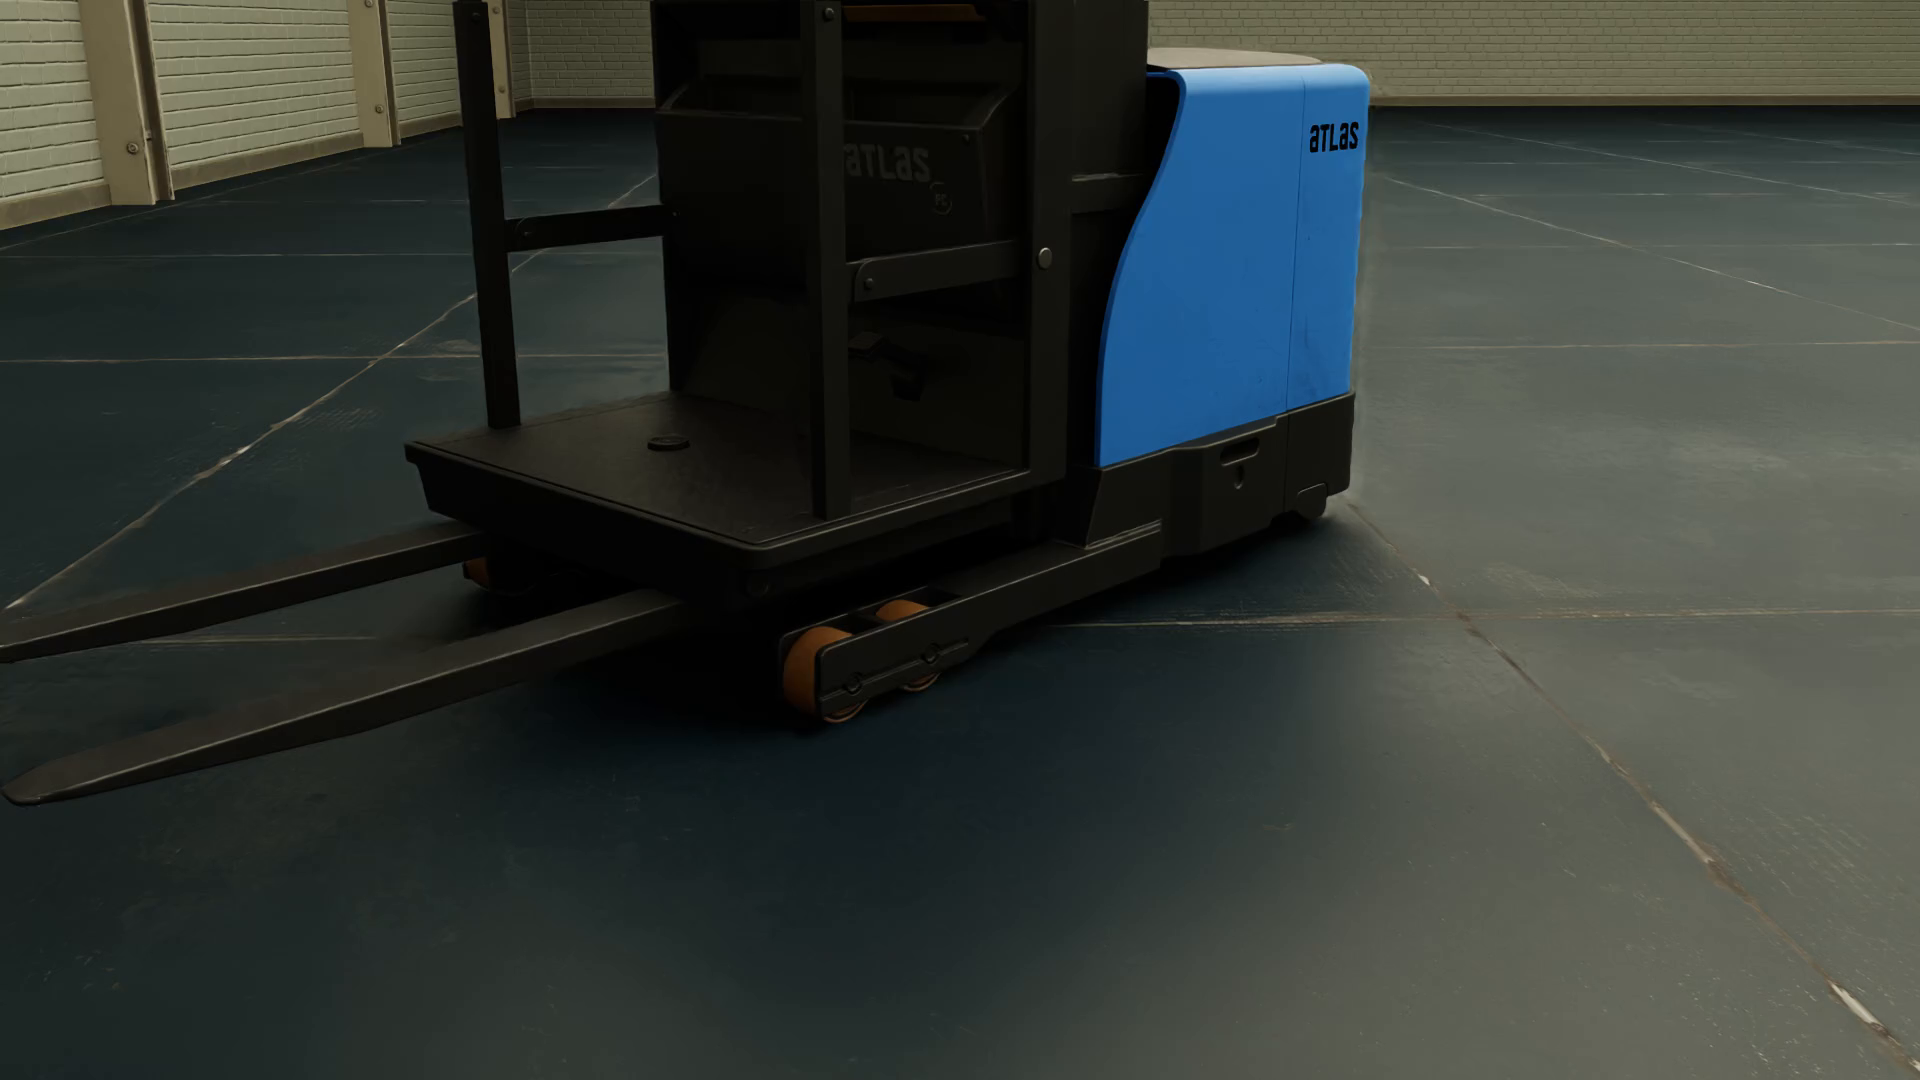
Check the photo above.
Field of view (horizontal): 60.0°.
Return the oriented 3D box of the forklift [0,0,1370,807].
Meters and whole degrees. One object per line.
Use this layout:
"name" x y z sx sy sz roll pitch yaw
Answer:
"forklift" -0.403 -1.251 2.999 1.130 2.935 3.031 15 23 40
